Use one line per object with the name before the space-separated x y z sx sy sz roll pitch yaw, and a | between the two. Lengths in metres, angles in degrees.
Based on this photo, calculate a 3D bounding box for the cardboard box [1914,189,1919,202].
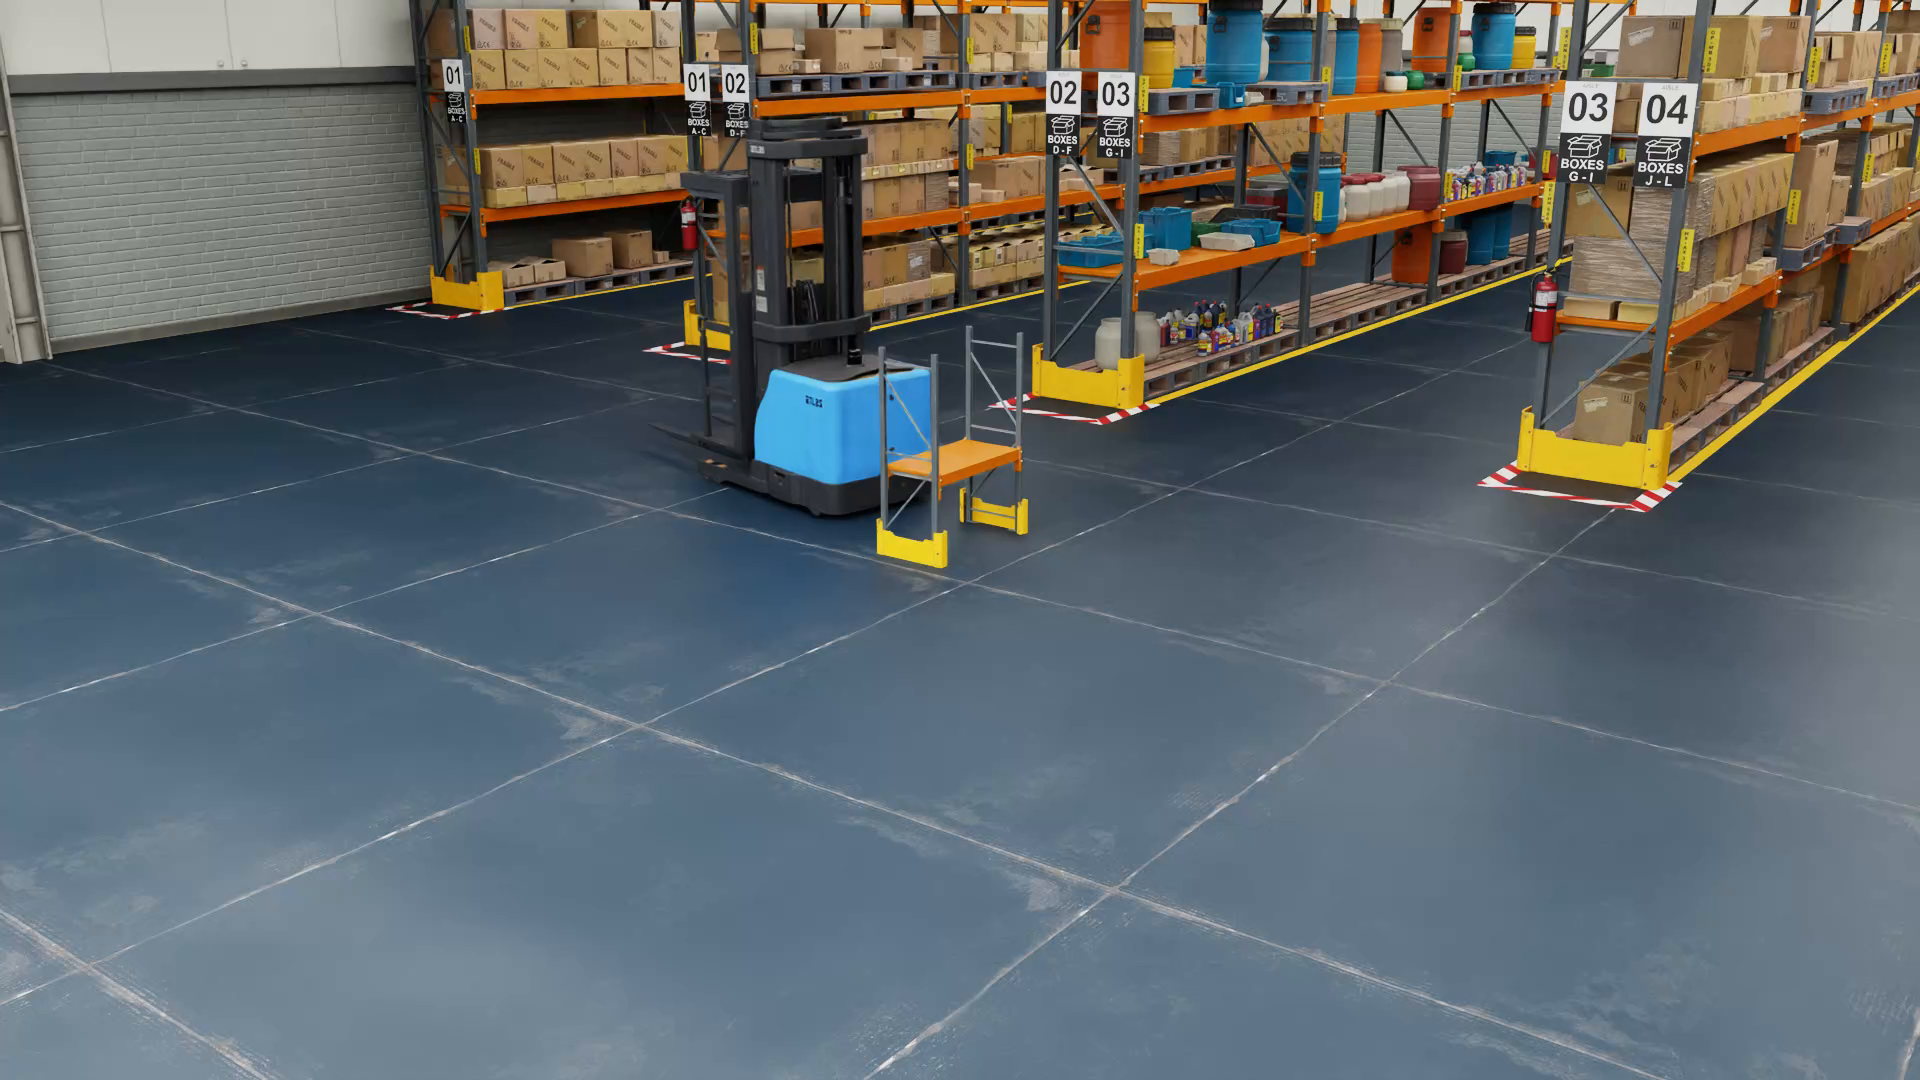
cardboard box | 13.003 -4.769 22.965 0.380 0.149 0.250 12 21 33

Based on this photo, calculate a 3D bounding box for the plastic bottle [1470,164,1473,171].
plastic bottle | 7.785 -5.590 25.384 0.061 0.283 0.133 12 21 35

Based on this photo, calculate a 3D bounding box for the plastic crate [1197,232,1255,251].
plastic crate | 2.895 -3.227 18.021 0.530 0.136 0.437 12 21 35

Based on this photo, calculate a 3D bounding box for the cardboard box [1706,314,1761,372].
cardboard box | 8.020 -2.068 17.317 0.700 0.500 0.500 11 20 31

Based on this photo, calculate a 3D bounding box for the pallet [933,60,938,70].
pallet | -0.037 -8.554 29.997 0.805 0.209 1.217 11 21 33

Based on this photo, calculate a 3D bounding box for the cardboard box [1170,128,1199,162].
cardboard box | 3.447 -6.382 26.861 0.700 0.500 0.500 7 19 21

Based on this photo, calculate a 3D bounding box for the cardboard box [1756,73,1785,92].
cardboard box | 7.219 -4.139 15.036 0.380 0.149 0.250 12 21 33

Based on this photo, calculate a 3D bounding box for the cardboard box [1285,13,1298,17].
cardboard box | 5.414 -8.860 28.805 0.700 0.500 0.500 12 21 35

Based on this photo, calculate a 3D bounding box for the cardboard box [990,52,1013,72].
cardboard box | 0.383 -6.498 22.598 0.500 0.250 0.500 10 20 29

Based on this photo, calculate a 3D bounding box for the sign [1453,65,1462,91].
sign | 6.488 -6.024 21.702 0.100 0.325 0.005 12 21 35

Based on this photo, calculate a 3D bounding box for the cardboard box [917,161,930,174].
cardboard box | -0.610 -4.794 21.360 0.380 0.149 0.250 12 21 33

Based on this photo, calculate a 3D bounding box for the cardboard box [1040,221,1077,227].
cardboard box | 1.519 -4.695 25.288 0.500 0.311 0.500 13 22 37

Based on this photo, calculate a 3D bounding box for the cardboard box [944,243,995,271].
cardboard box | 0.129 -3.870 22.630 0.500 0.311 0.500 13 21 35

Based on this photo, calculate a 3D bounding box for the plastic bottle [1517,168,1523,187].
plastic bottle | 8.349 -5.420 24.835 0.061 0.283 0.133 12 21 35

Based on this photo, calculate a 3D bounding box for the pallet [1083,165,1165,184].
pallet | 2.414 -5.695 25.849 1.213 0.211 1.003 12 21 35

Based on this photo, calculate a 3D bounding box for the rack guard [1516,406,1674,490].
rack guard | 5.299 -0.780 13.914 1.175 0.500 0.348 12 21 35

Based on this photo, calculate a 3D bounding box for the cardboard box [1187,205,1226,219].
cardboard box | 4.085 -5.298 27.718 0.500 0.500 0.500 13 21 35

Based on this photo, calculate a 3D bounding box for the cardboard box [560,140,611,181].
cardboard box | -5.241 -5.302 23.213 0.500 0.500 0.500 13 22 36

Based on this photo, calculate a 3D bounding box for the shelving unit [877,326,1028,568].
shelving unit | -0.045 -0.698 11.963 0.587 1.500 1.083 12 21 35

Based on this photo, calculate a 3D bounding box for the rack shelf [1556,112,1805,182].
rack shelf | 6.445 -3.521 14.681 1.077 0.370 4.000 12 21 35

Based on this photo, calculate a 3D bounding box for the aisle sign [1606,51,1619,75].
aisle sign | 11.087 -7.849 28.078 0.394 0.787 0.004 12 21 35

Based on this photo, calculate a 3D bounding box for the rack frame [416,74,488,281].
rack frame | -6.681 -4.582 21.941 1.000 3.000 0.127 12 21 35

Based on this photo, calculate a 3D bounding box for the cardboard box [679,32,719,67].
cardboard box | -3.907 -7.332 24.860 0.500 0.500 0.500 16 24 42

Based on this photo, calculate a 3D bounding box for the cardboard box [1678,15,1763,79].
cardboard box | 6.355 -4.123 13.892 0.500 0.500 0.500 12 21 34

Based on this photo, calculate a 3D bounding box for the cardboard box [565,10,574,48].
cardboard box | -5.700 -7.062 22.981 0.500 0.500 0.500 12 21 35

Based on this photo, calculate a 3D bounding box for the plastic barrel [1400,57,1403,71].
plastic barrel | 5.611 -6.203 21.914 0.421 0.512 0.421 0 17 0

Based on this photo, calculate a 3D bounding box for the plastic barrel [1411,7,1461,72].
plastic barrel | 6.383 -6.710 22.302 0.600 0.830 0.708 12 21 35

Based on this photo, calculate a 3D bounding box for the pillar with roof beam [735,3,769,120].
pillar with roof beam | 0.074 -8.435 24.232 9.100 9.000 0.400 12 21 35

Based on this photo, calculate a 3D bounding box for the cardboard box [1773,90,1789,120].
cardboard box | 7.255 -3.992 15.237 0.500 0.250 0.500 13 22 36

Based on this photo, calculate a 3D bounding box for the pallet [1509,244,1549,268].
pallet | 8.833 -4.540 26.507 1.003 0.211 1.213 12 21 35

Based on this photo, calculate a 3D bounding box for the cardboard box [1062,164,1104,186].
cardboard box | 1.815 -5.491 25.020 0.500 0.311 0.500 14 22 38

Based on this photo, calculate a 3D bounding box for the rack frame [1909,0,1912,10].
rack frame | 14.787 -8.632 24.867 1.000 3.000 0.127 12 21 35

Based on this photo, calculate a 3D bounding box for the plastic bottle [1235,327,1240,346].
plastic bottle | 3.052 -2.260 18.440 0.097 0.201 0.097 0 17 0

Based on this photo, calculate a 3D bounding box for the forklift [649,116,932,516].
forklift | -1.541 -1.947 13.573 1.130 2.935 3.031 -14 22 -38

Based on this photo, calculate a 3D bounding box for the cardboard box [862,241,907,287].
cardboard box | -1.020 -3.520 21.184 0.500 0.500 0.500 12 21 35

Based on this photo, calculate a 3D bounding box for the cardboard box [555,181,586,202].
cardboard box | -5.529 -4.826 22.947 0.500 0.250 0.500 12 21 34

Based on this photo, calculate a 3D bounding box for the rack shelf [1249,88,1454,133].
rack shelf | 4.851 -5.349 20.567 1.077 0.370 4.000 12 21 35

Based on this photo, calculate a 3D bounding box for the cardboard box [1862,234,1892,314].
cardboard box | 10.985 -3.419 21.070 1.225 0.875 0.875 12 21 35

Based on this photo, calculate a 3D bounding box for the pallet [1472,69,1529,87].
pallet | 7.364 -6.557 23.562 1.003 0.211 1.213 12 21 35

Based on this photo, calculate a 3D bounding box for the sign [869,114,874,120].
sign | -1.473 -6.909 27.615 0.100 0.325 0.005 12 21 35

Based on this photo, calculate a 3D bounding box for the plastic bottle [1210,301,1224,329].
plastic bottle | 2.961 -2.585 19.234 0.144 0.351 0.185 12 21 35

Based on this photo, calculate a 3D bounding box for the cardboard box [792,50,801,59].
cardboard box | -2.226 -5.657 19.652 0.500 0.250 0.500 12 21 35

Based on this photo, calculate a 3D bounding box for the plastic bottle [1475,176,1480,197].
plastic bottle | 7.285 -4.994 23.465 0.061 0.283 0.133 12 21 35

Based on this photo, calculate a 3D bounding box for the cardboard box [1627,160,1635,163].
cardboard box | 6.280 -3.154 14.988 0.500 0.500 0.500 12 21 35

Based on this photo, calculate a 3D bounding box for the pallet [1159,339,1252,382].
pallet | 2.499 -2.008 18.354 1.003 0.211 1.213 12 21 35

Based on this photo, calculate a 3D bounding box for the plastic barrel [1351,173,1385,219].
plastic barrel | 5.100 -4.316 20.855 0.433 0.535 0.433 0 17 0

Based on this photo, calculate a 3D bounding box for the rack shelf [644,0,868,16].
rack shelf | -3.106 -8.342 25.819 1.077 0.370 4.000 12 21 35

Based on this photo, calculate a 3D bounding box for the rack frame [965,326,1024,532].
rack frame | 0.252 -0.817 12.346 0.500 1.500 0.032 12 21 35

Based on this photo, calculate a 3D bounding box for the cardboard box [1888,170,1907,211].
cardboard box | 12.044 -4.586 21.784 0.500 0.500 0.500 13 22 36

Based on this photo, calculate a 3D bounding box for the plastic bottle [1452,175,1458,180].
plastic bottle | 7.265 -5.258 24.454 0.097 0.201 0.097 0 17 0

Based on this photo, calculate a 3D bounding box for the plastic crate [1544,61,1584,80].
plastic crate | 9.386 -7.307 25.878 0.497 0.269 0.590 12 21 35

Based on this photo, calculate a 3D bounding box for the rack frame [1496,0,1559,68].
rack frame | 8.426 -8.554 24.617 1.000 3.000 0.127 12 21 35

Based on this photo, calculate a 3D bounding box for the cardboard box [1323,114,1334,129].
cardboard box | 6.488 -7.769 30.348 0.500 0.500 0.500 13 22 36

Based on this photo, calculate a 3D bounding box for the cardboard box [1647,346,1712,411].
cardboard box | 6.724 -1.528 15.613 0.500 0.500 0.500 10 20 30

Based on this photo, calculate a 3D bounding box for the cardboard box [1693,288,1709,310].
cardboard box | 6.227 -2.096 14.360 0.380 0.149 0.250 12 21 35
